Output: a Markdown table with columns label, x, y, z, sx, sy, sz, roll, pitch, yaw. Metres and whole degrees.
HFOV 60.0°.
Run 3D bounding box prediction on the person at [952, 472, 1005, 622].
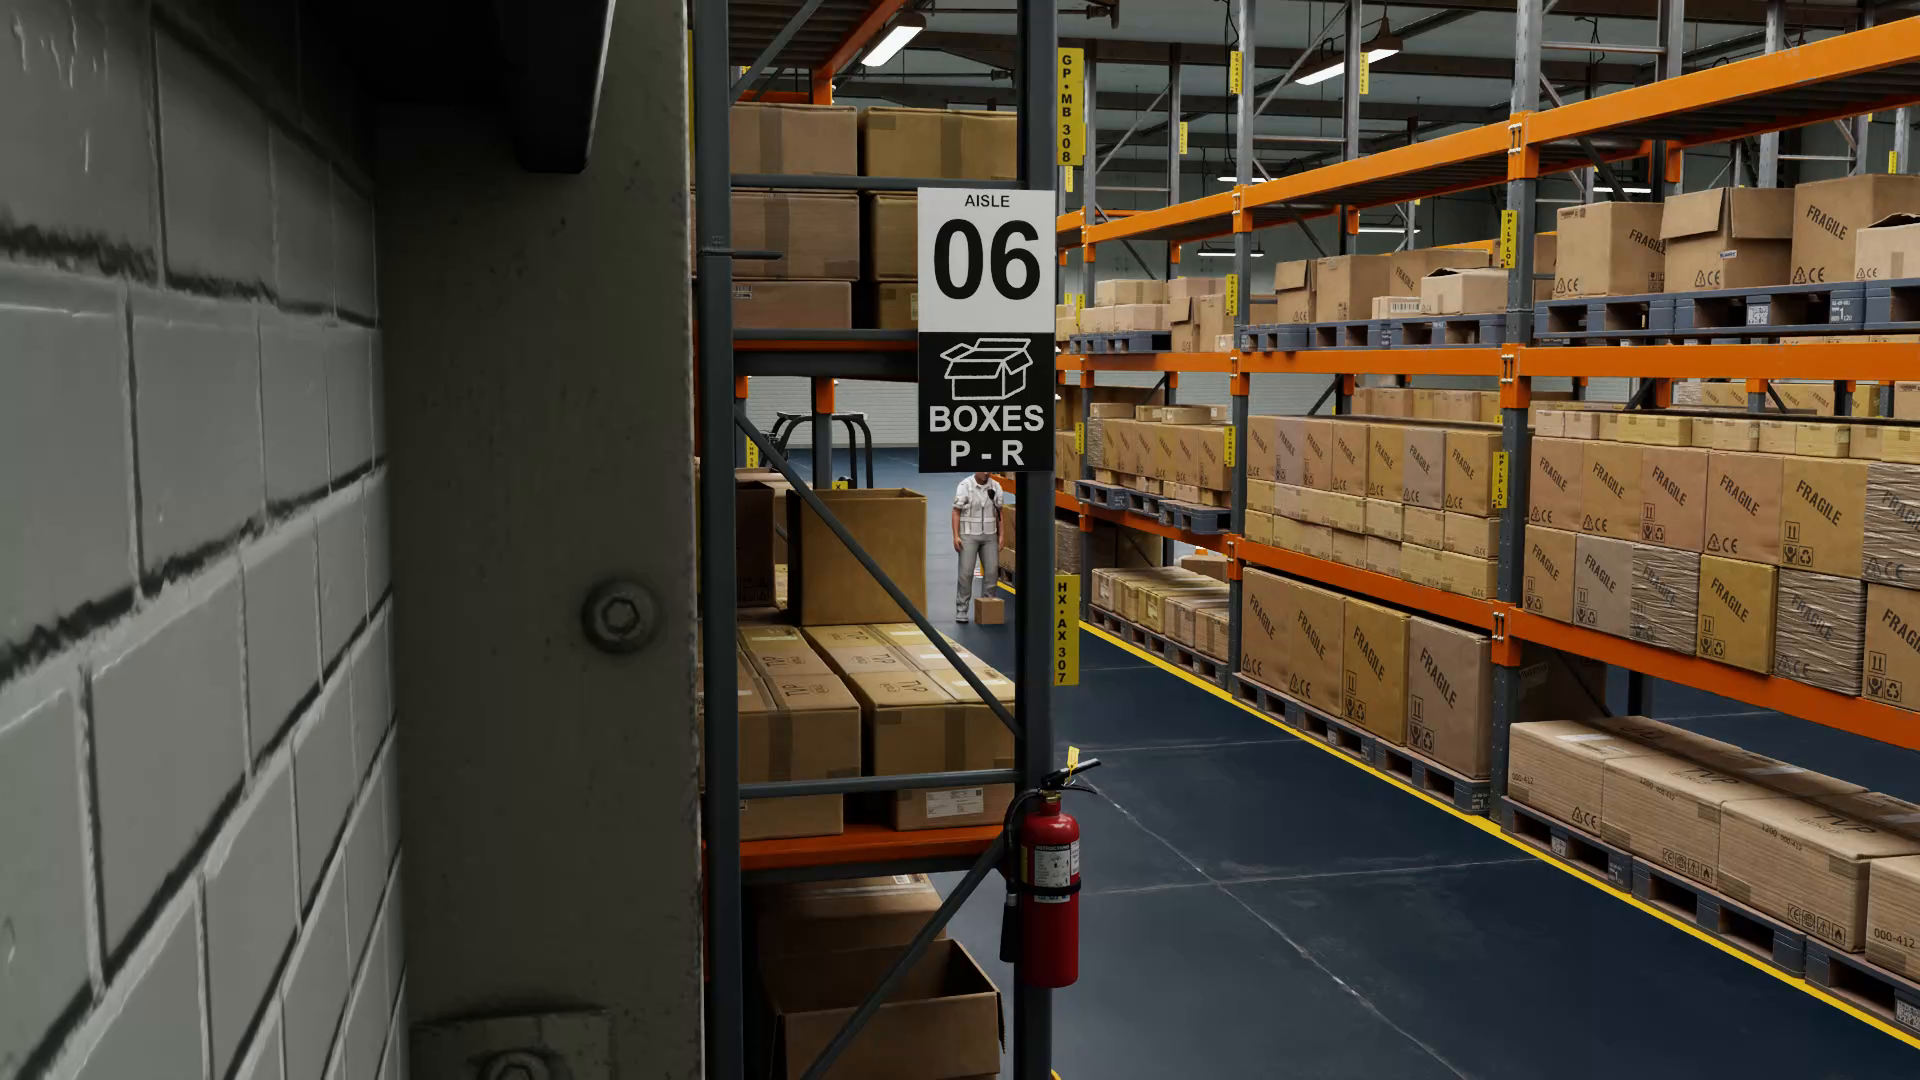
| label | x | y | z | sx | sy | sz | roll | pitch | yaw |
| --- | --- | --- | --- | --- | --- | --- | --- | --- | --- |
| person | 0.193 | -0.028 | 17.643 | 0.584 | 1.747 | 0.438 | -2 | 6 | -19 |
